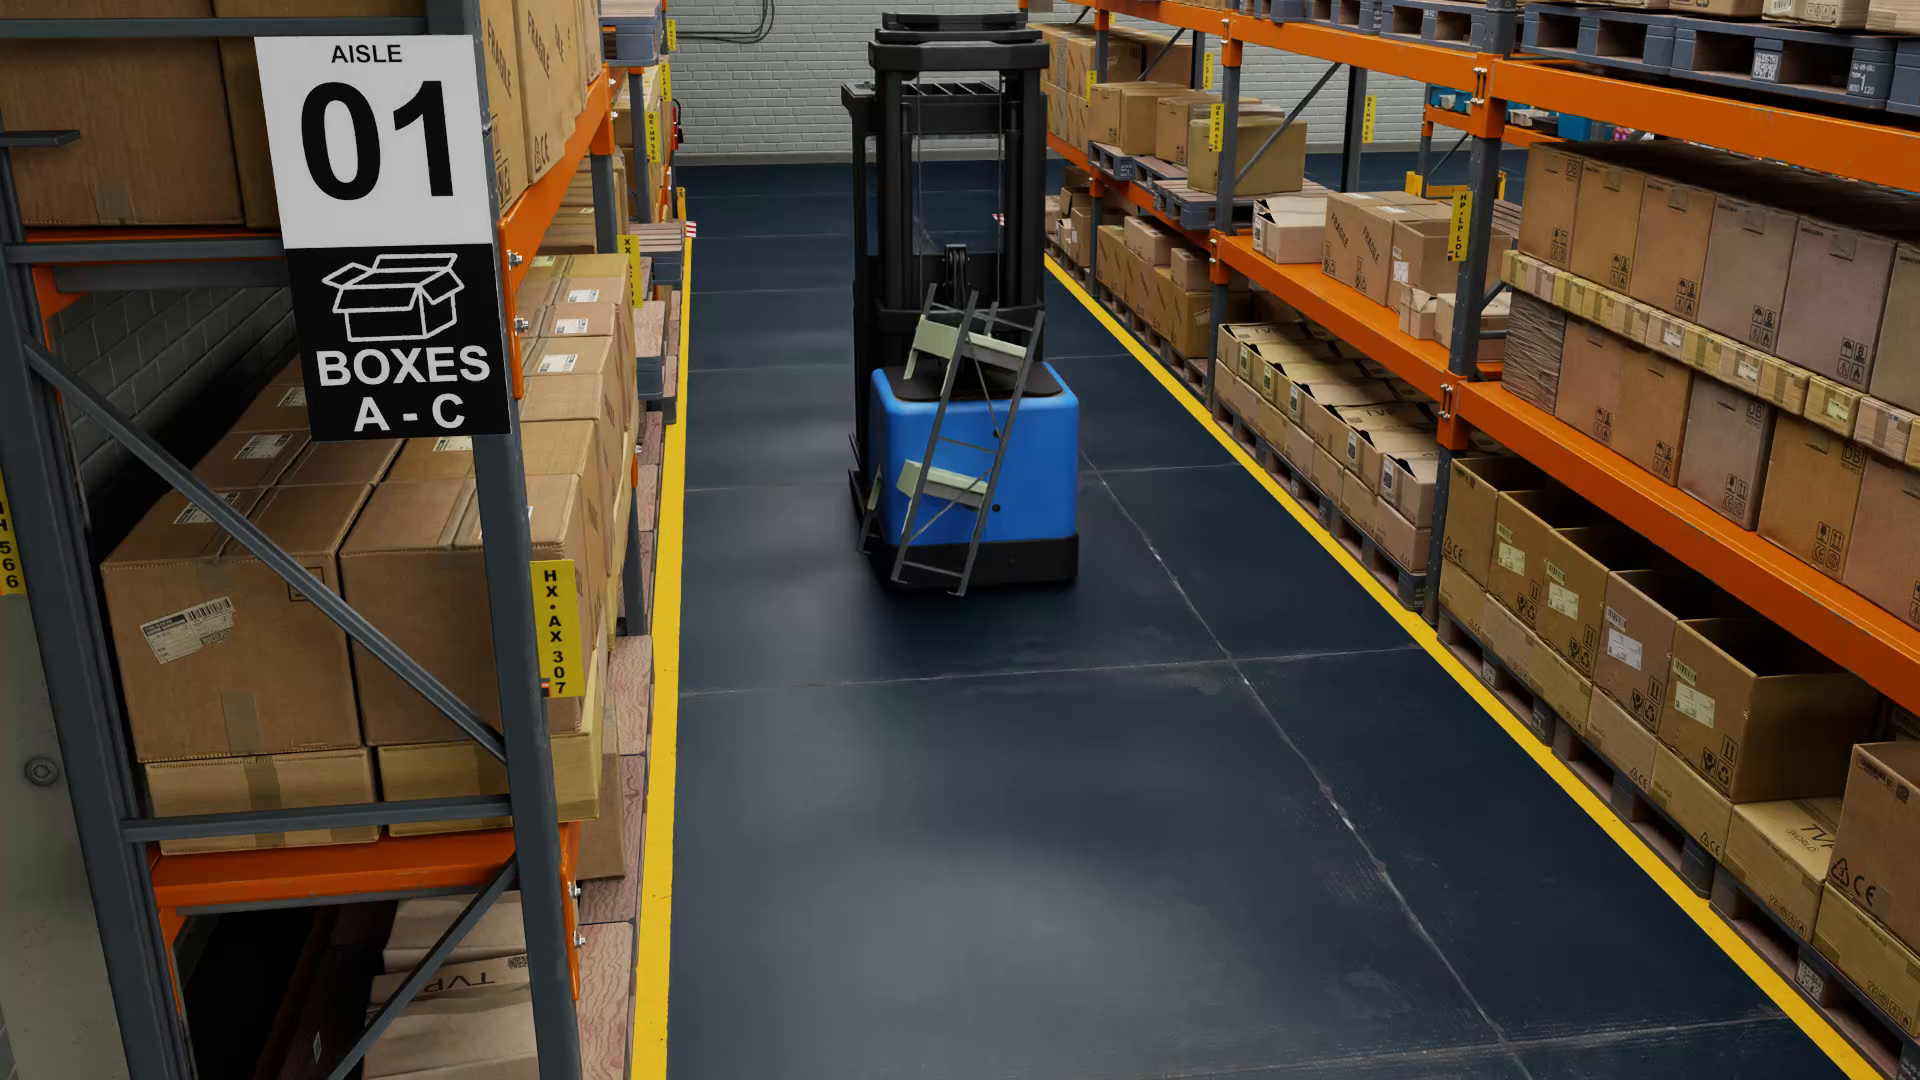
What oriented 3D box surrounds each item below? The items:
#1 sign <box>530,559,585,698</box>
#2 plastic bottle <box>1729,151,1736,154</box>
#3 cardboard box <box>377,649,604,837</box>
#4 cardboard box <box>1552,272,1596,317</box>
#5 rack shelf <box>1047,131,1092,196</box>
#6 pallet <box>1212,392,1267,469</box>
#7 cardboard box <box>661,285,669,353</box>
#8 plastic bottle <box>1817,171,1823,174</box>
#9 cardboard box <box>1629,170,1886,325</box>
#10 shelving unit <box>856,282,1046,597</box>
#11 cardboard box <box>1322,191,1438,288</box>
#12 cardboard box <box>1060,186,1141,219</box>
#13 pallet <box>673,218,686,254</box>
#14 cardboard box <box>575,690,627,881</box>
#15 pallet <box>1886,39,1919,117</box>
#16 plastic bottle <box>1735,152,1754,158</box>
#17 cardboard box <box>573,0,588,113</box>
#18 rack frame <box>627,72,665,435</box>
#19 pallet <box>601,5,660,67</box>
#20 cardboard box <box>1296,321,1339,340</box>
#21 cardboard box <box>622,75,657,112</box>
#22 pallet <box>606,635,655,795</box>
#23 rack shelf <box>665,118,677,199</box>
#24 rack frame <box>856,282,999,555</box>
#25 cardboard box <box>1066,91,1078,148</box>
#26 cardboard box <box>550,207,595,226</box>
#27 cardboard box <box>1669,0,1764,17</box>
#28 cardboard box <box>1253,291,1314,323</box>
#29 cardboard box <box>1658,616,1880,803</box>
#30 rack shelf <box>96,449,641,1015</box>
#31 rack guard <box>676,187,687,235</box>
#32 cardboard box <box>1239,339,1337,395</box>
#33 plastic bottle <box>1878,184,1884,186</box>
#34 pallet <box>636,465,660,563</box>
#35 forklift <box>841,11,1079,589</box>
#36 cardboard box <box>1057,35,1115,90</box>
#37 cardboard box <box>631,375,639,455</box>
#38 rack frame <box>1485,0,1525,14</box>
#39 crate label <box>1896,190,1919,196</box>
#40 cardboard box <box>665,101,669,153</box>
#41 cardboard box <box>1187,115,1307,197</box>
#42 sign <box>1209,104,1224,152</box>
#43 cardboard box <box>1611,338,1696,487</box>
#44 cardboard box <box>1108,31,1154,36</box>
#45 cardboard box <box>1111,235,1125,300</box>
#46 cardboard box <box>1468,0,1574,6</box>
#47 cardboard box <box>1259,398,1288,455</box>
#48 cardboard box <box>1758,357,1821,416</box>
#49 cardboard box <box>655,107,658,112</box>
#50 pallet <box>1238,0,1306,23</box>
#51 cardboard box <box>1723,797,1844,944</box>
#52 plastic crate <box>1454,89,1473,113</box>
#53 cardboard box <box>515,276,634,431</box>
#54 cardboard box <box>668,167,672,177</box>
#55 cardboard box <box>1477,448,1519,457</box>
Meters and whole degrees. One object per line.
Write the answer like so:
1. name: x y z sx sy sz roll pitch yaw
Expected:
1. sign: -0.889 0.198 3.662 0.100 0.325 0.005 -3 21 -8
2. plastic bottle: 6.594 -3.212 14.195 0.061 0.283 0.133 -3 21 -8
3. cardboard box: -1.182 0.507 4.258 0.500 0.250 0.500 -4 21 -9
4. cardboard box: 2.821 -1.077 7.243 0.380 0.149 0.250 -3 21 -9
5. rack shelf: 1.458 -4.131 17.517 1.077 0.370 4.000 -3 21 -8
6. pallet: 2.403 -0.797 11.548 1.003 0.211 1.213 -3 21 -8
7. cardboard box: -2.675 -1.894 12.971 0.750 0.750 0.750 -3 21 -8
8. plastic bottle: 7.326 -3.186 14.143 0.097 0.271 0.097 0 20 0
9. cardboard box: 3.115 -1.158 6.533 0.700 0.500 0.500 -3 21 -8
10. shelving unit: -0.070 -0.543 8.684 0.431 1.500 0.755 14 7 -20
11. cardboard box: 2.580 -1.857 10.258 0.500 0.500 0.500 -4 21 -11
12. cardboard box: 1.470 -3.462 17.638 0.797 0.503 0.637 -3 21 -8
13. pallet: -3.539 -3.330 18.330 1.003 0.211 1.213 -3 21 -8
14. cardboard box: -1.575 0.898 5.970 0.700 0.500 0.500 -4 21 -11
15. pallet: 3.399 -1.230 4.562 1.003 0.211 1.213 -3 21 -8
16. plastic bottle: 6.598 -3.187 14.033 0.144 0.351 0.185 -3 21 -8
17. cardboard box: -1.507 -1.688 5.489 0.500 0.500 0.500 -4 21 -10
18. rack frame: -2.579 -2.139 11.156 1.000 3.000 0.127 -3 21 -8
19. pallet: -1.986 -2.291 7.543 1.213 0.211 1.003 -3 21 -8
20. cardboard box: 2.642 -1.393 11.686 0.500 0.311 0.500 -2 21 -6
21. cardboard box: -2.697 -3.568 13.314 0.500 0.250 0.500 -3 21 -7
22. pallet: -1.871 0.783 7.319 1.003 0.211 1.213 -3 21 -8
23. rack shelf: -3.444 -3.880 16.844 1.077 0.370 4.000 -3 21 -8
24. rack frame: -0.178 -0.614 9.026 0.400 1.500 0.023 14 7 -20
25. cardboard box: 1.344 -4.161 16.426 0.500 0.500 0.500 -2 21 -6
26. cardboard box: -2.115 -1.379 8.349 0.700 0.500 0.500 -1 20 -2
27. cardboard box: 3.012 -2.145 5.936 0.797 0.503 0.637 -1 20 -2
28. cardboard box: 2.540 -1.597 12.650 0.500 0.500 0.500 -2 21 -5
29. cardboard box: 2.945 0.603 6.071 0.500 0.500 0.500 -3 21 -8
30. rack shelf: -1.714 0.275 5.720 1.077 0.370 4.000 -3 21 -8
31. rack guard: -3.736 -3.746 19.032 1.175 0.500 0.348 -3 21 -8
32. cardboard box: 2.191 -1.184 11.127 0.500 0.311 0.500 -3 21 -9
33. plastic bottle: 7.415 -2.907 13.390 0.152 0.276 0.135 -3 21 -8
34. pallet: -2.295 -0.141 9.791 1.003 0.211 1.213 -3 21 -8
35. forklift: -0.096 -1.591 9.787 1.130 2.935 3.031 -3 21 -8
36. cardboard box: 1.268 -4.804 16.720 0.500 0.500 0.500 -3 21 -7
37. cardboard box: -1.634 -0.545 7.073 0.500 0.250 0.500 -3 21 -8
38. rack frame: 2.899 -3.816 7.071 1.000 3.000 0.127 -3 21 -8
39. crate label: 6.914 -2.396 12.082 0.303 0.233 0.416 -3 21 -8
40. cardboard box: -3.317 -4.106 15.994 0.980 0.700 0.700 -3 21 -9
41. cardboard box: 2.120 -2.846 12.306 0.700 0.500 0.500 -10 23 -26
42. sign: 1.787 -2.865 11.558 0.100 0.325 0.005 -3 21 -8
43. cardboard box: 3.120 -0.543 6.739 0.700 0.500 0.500 -3 21 -7
44. cardboard box: 1.733 -5.003 17.253 0.500 0.500 0.500 -2 21 -6
45. cardboard box: 1.662 -2.446 14.923 0.500 0.500 0.500 -3 21 -7
46. cardboard box: 2.820 -2.751 8.121 0.500 0.250 0.500 -1 20 -2
47. cardboard box: 2.262 -0.749 10.764 0.500 0.250 0.500 -3 21 -9
48. cardboard box: 3.044 -0.542 5.810 0.380 0.149 0.250 -2 21 -6
49. cardboard box: -2.692 -3.222 13.459 0.500 0.500 0.500 -3 21 -8
50. pallet: 2.509 -3.477 10.720 1.213 0.211 1.003 -2 21 -5
51. cardboard box: 3.022 1.128 5.740 0.500 0.250 0.500 -3 21 -8
52. plastic crate: 5.876 -5.028 19.046 0.416 0.233 0.300 -3 21 -8
53. cardboard box: -1.551 -0.724 6.482 0.500 0.500 0.500 -3 21 -8
54. cardboard box: -3.333 -3.966 18.093 0.380 0.149 0.250 -3 21 -8
55. cardboard box: 3.086 -0.332 8.847 0.500 0.311 0.500 -3 21 -8
